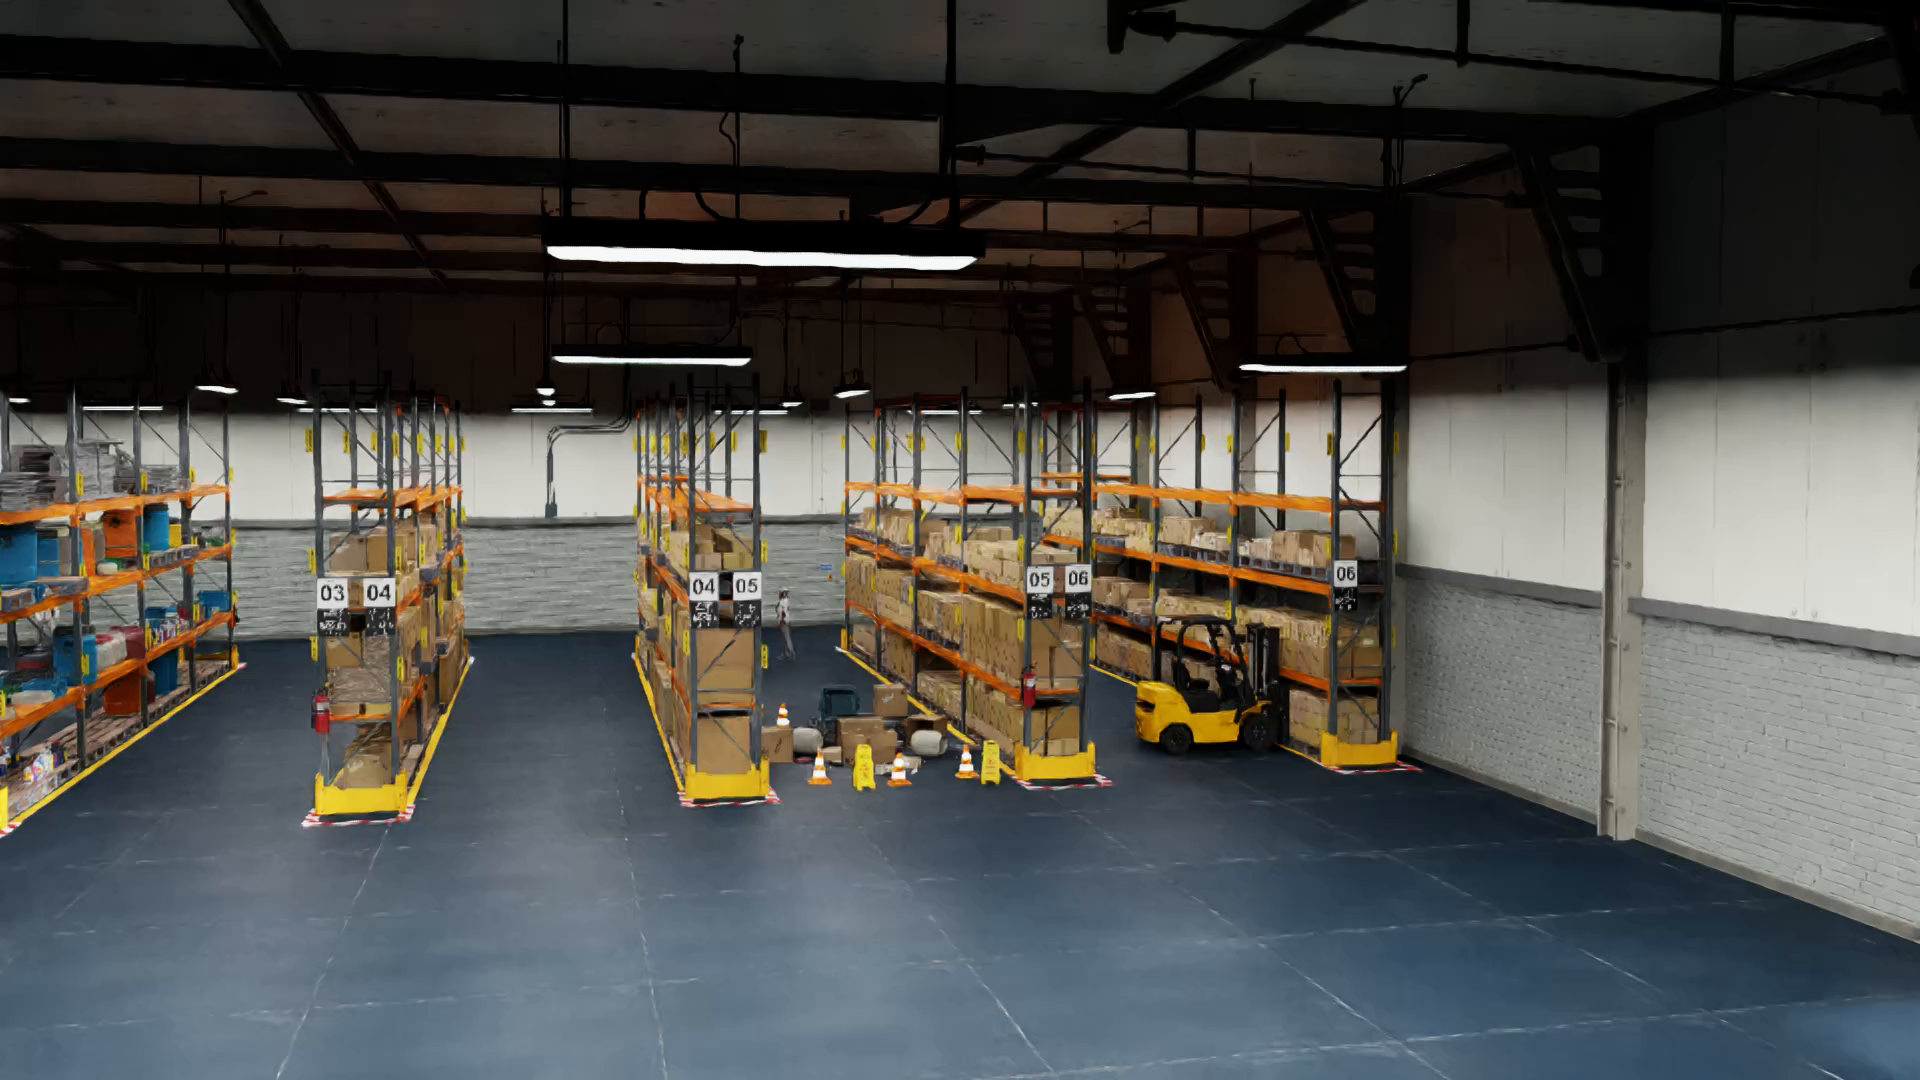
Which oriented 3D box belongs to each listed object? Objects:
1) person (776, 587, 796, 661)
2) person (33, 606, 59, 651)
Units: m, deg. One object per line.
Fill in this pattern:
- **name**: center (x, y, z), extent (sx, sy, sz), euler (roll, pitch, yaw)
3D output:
- **person**: center (-4.033, 1.950, 38.493), extent (0.452, 1.705, 0.474), euler (0, 3, -4)
- **person**: center (-21.986, 1.882, 39.986), extent (0.639, 1.610, 0.807), euler (-2, 4, -30)
